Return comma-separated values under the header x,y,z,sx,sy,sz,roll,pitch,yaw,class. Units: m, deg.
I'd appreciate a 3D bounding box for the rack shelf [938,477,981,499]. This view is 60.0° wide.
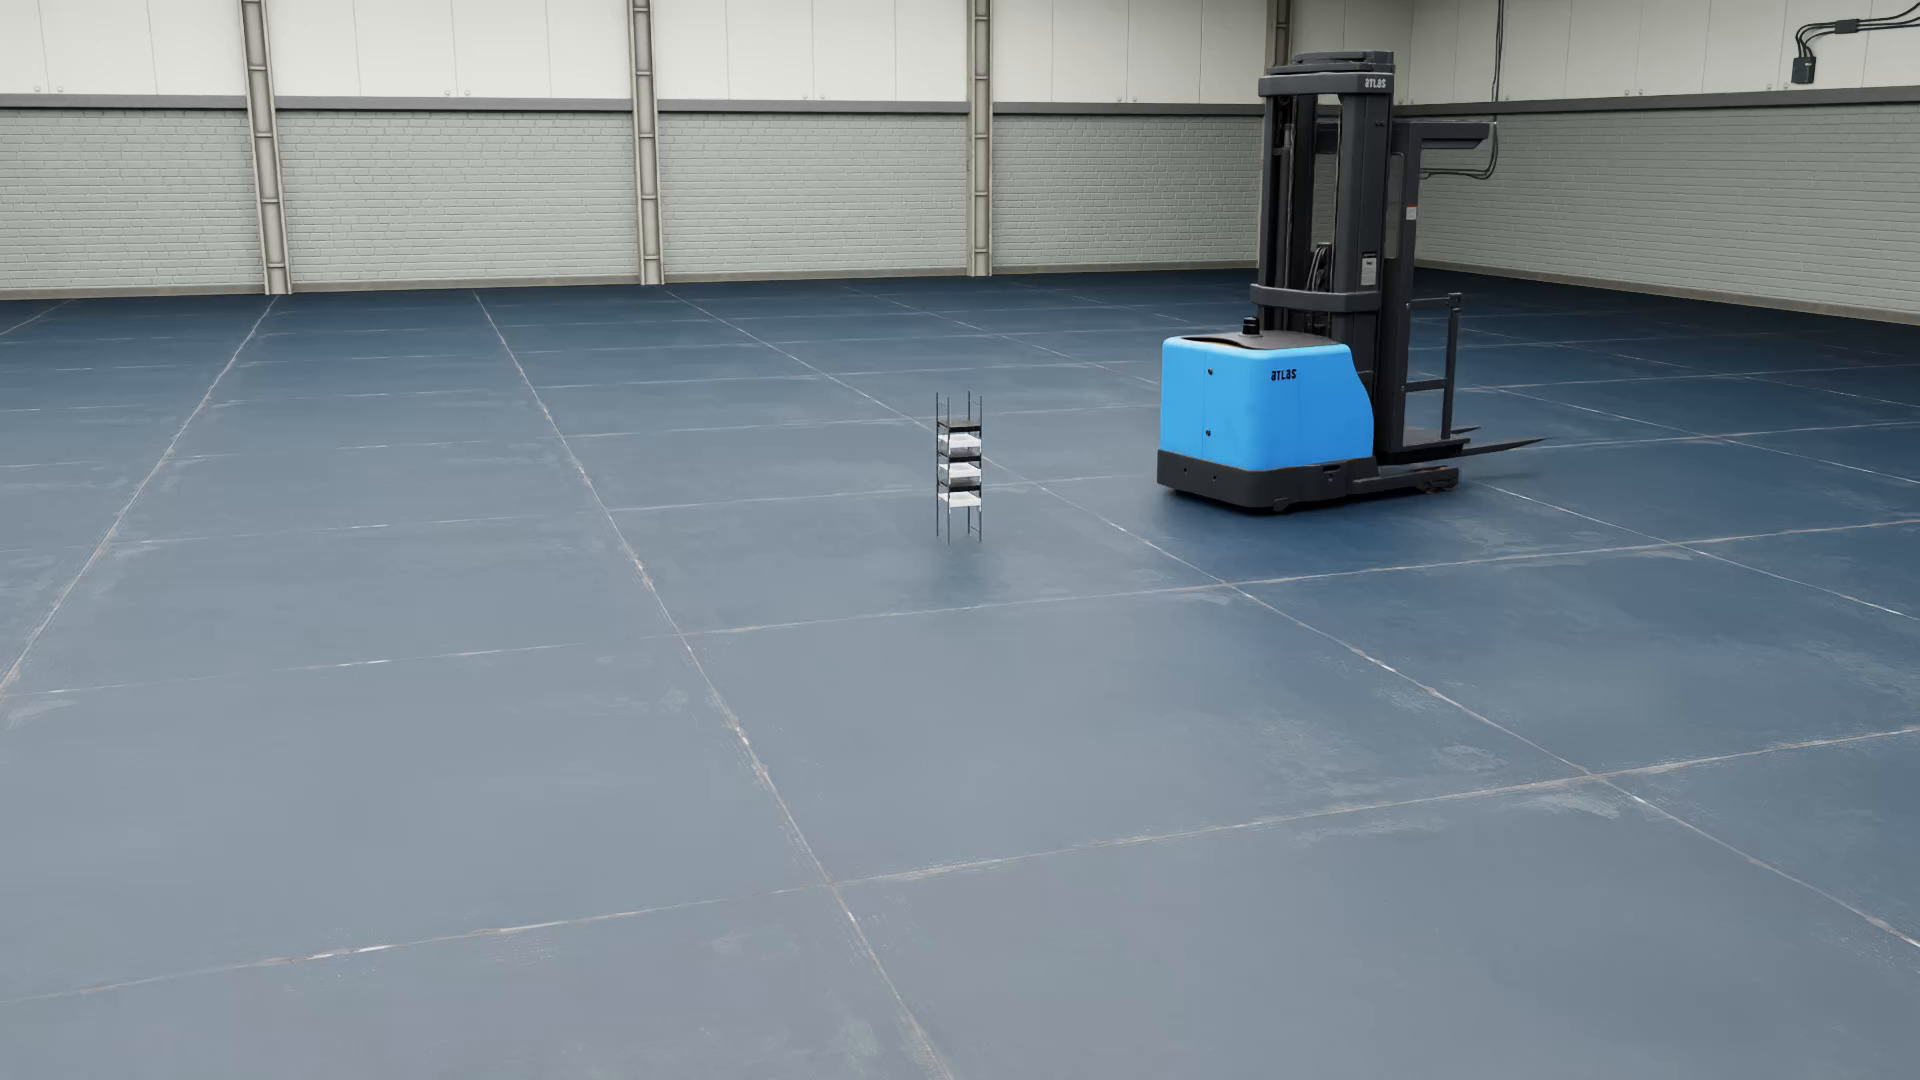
x,y,z,sx,sy,sz,roll,pitch,yaw,class
-0.008,-0.317,10.065,0.200,0.077,0.258,-4,14,-18,rack shelf

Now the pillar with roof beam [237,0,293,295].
x,y,z,sx,sy,sz,roll,pitch,yaw,class
-9.647,-7.423,21.904,0.400,9.000,9.100,-4,14,-18,pillar with roof beam

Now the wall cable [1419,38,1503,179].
x,y,z,sx,sy,sz,roll,pitch,yaw,class
9.254,-8.113,31.513,0.112,2.526,3.097,-4,14,-18,wall cable

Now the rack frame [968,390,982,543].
x,y,z,sx,sy,sz,roll,pitch,yaw,class
0.089,-0.445,10.068,0.006,0.900,0.240,-4,14,-18,rack frame

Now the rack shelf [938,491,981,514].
x,y,z,sx,sy,sz,roll,pitch,yaw,class
-0.008,-0.230,10.086,0.200,0.077,0.258,-4,14,-18,rack shelf

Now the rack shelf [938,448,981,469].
x,y,z,sx,sy,sz,roll,pitch,yaw,class
-0.008,-0.492,10.023,0.200,0.077,0.258,-4,14,-18,rack shelf

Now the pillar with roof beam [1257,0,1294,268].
x,y,z,sx,sy,sz,roll,pitch,yaw,class
7.413,-8.752,27.489,0.400,9.000,9.100,-4,14,-18,pillar with roof beam

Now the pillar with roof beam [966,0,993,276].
x,y,z,sx,sy,sz,roll,pitch,yaw,class
1.726,-8.309,25.627,0.400,9.000,9.100,-4,14,-18,pillar with roof beam

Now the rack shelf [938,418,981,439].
x,y,z,sx,sy,sz,roll,pitch,yaw,class
-0.008,-0.667,9.981,0.200,0.077,0.258,-4,14,-18,rack shelf

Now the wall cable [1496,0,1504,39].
x,y,z,sx,sy,sz,roll,pitch,yaw,class
10.116,-9.976,28.434,0.112,2.526,3.097,-4,14,-18,wall cable

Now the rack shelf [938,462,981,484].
x,y,z,sx,sy,sz,roll,pitch,yaw,class
-0.008,-0.405,10.044,0.200,0.077,0.258,-4,14,-18,rack shelf

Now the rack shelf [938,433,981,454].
x,y,z,sx,sy,sz,roll,pitch,yaw,class
-0.008,-0.580,10.002,0.200,0.077,0.258,-4,14,-18,rack shelf

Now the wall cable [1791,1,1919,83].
x,y,z,sx,sy,sz,roll,pitch,yaw,class
12.266,-9.194,22.001,0.169,6.003,2.305,-4,14,-18,wall cable

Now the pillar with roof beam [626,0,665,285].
x,y,z,sx,sy,sz,roll,pitch,yaw,class
-3.961,-7.866,23.766,0.400,9.000,9.100,-4,14,-18,pillar with roof beam

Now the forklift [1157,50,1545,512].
x,y,z,sx,sy,sz,roll,pitch,yaw,class
2.883,-1.842,11.552,3.031,2.935,1.130,-8,16,-31,forklift

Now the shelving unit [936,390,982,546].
x,y,z,sx,sy,sz,roll,pitch,yaw,class
-0.008,-0.437,10.036,0.210,0.900,0.258,-4,14,-18,shelving unit

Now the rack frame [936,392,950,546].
x,y,z,sx,sy,sz,roll,pitch,yaw,class
-0.104,-0.430,10.005,0.006,0.900,0.240,-4,14,-18,rack frame
